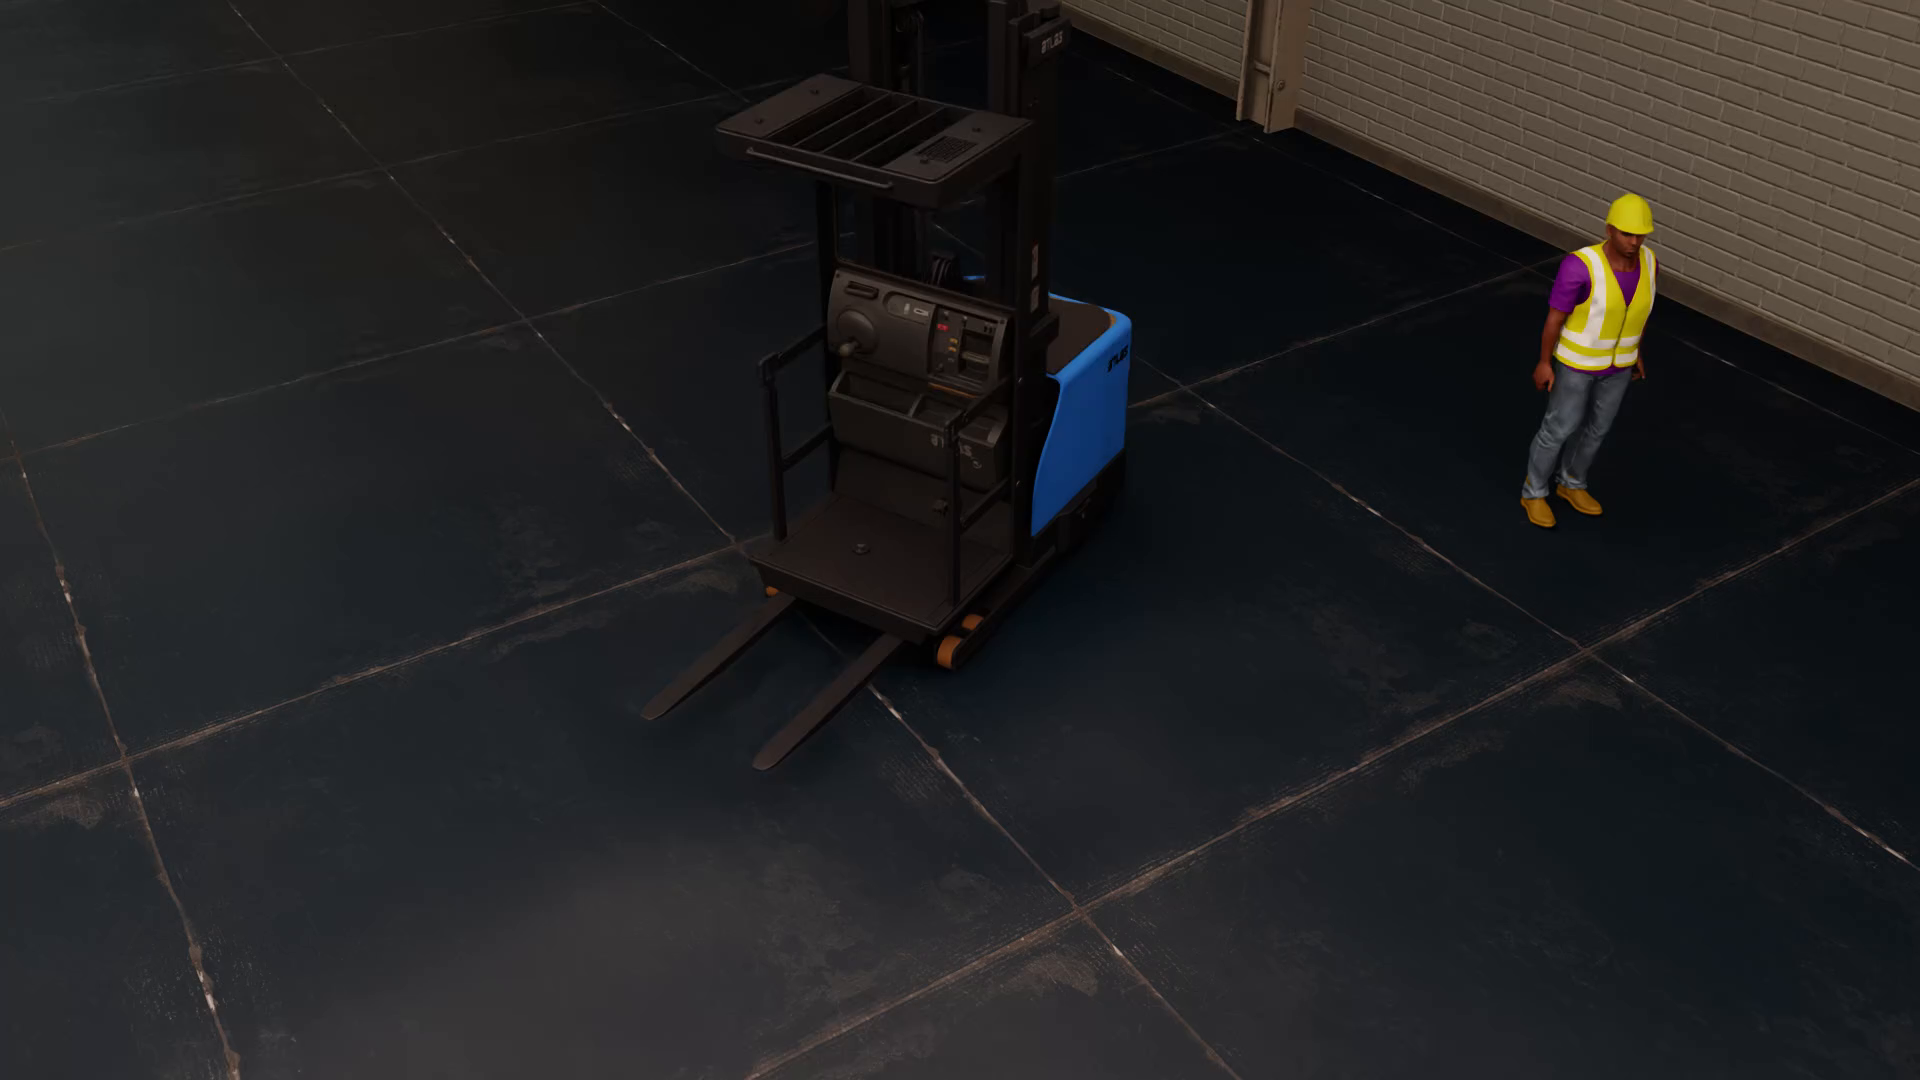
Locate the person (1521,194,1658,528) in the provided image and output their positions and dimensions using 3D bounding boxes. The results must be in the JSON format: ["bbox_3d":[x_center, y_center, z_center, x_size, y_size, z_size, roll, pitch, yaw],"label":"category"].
[{"bbox_3d":[3.226,-0.901,8.444,0.614,1.771,0.387,-9,36,-13],"label":"person"}]

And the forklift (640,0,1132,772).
[{"bbox_3d":[-0.311,-0.893,7.419,1.130,2.935,3.031,20,40,25],"label":"forklift"}]
